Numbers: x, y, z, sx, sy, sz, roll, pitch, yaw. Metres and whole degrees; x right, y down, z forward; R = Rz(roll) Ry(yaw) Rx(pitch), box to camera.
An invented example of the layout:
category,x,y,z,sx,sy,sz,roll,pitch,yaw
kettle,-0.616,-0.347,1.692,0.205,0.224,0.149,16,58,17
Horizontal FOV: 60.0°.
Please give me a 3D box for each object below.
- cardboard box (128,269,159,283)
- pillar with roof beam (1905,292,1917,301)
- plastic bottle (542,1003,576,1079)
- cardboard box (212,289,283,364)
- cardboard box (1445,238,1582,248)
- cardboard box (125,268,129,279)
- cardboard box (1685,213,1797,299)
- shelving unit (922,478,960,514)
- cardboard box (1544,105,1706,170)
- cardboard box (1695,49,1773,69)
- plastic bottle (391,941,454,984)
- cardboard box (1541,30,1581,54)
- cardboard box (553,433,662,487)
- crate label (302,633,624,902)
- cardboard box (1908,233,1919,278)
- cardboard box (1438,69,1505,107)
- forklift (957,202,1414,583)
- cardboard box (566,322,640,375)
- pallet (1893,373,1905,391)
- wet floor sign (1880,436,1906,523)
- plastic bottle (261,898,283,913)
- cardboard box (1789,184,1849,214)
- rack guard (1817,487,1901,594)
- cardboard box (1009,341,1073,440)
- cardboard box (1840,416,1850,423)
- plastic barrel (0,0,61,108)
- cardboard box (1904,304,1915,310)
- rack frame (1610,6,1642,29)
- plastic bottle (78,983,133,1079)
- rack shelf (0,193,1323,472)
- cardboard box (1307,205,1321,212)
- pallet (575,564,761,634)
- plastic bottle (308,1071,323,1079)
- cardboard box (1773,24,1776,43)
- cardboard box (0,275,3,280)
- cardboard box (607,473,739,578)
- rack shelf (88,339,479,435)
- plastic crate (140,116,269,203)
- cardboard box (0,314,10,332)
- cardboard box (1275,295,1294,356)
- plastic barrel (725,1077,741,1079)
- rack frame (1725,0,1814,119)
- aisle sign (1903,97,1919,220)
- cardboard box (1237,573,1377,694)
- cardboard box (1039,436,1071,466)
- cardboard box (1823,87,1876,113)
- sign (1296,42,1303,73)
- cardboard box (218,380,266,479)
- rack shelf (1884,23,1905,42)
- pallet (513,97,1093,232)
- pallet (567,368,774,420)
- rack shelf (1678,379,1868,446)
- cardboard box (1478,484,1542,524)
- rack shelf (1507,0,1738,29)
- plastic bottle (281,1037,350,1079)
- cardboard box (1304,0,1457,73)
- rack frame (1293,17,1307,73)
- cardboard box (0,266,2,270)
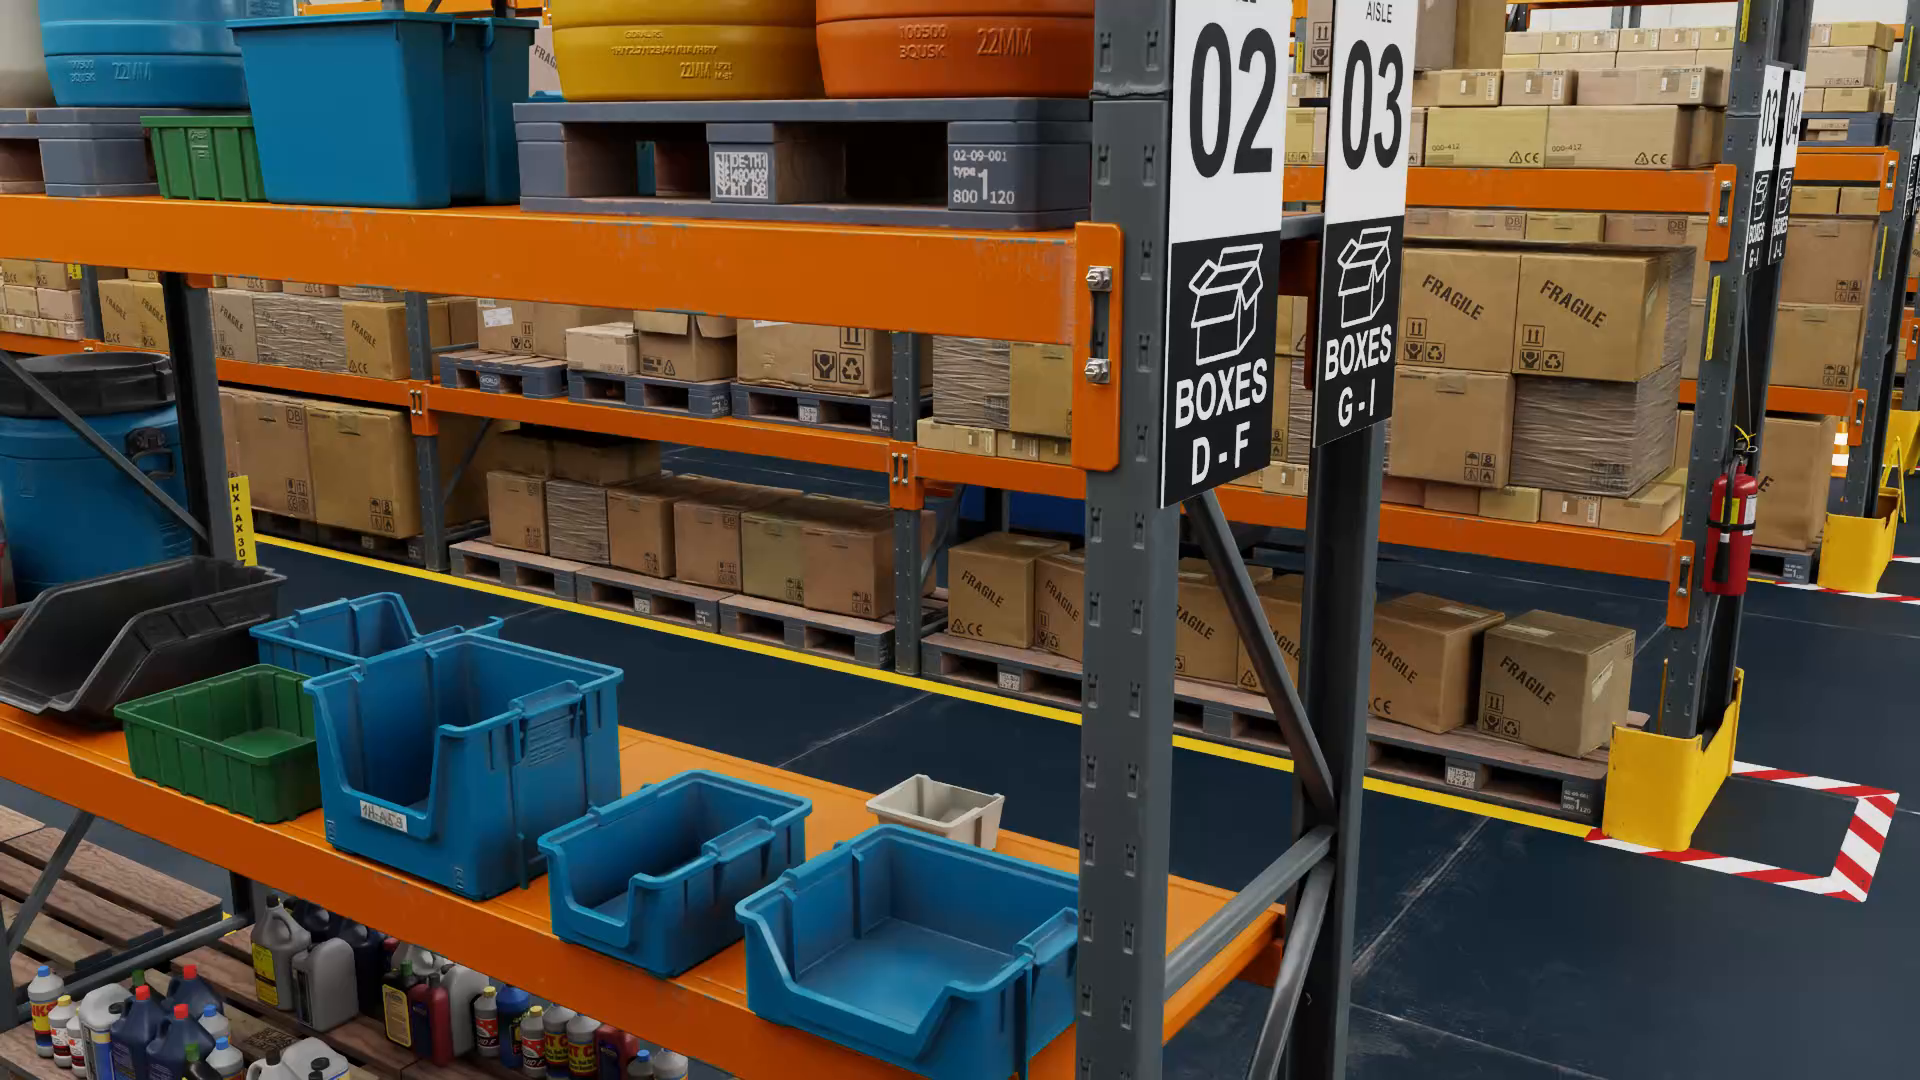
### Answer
category,x,y,z,sx,sy,sz,roll,pitch,yaw
cardboard box,-6.138,-2.324,13.175,0.637,0.503,0.797,9,16,31
pillar with roof beam,9.105,-5.557,16.043,0.400,9.000,9.100,9,17,33
plastic bottle,-1.178,1.470,4.905,0.097,0.271,0.097,0,14,0
cardboard box,-5.166,-1.607,12.365,0.500,0.500,0.500,10,17,34
cardboard box,2.569,-1.138,7.772,0.500,0.500,0.500,9,17,33
cardboard box,-6.928,-2.424,14.004,0.500,0.500,0.500,9,17,33
cardboard box,5.342,-1.949,11.394,0.550,0.550,0.875,9,17,33
shelving unit,-0.137,-0.605,12.269,0.503,1.200,0.258,9,17,33
cardboard box,2.742,-1.661,6.860,0.500,0.250,0.500,10,17,34
cardboard box,5.160,-3.096,10.957,0.500,0.250,0.500,9,17,33
plastic bottle,-1.677,1.358,5.193,0.185,0.351,0.144,9,17,32
cardboard box,4.192,-3.428,11.470,0.250,0.149,0.380,9,17,33
cardboard box,-2.335,-0.548,11.019,0.500,0.250,0.500,12,18,39
crate label,-1.158,0.514,3.931,0.616,0.435,0.502,9,17,33
cardboard box,11.027,-3.292,19.171,0.500,0.500,0.500,9,16,32
cardboard box,2.219,-1.917,7.067,0.250,0.149,0.380,9,17,33
forklift,1.508,-1.202,11.077,3.031,2.935,1.130,8,16,30
cardboard box,-2.092,-1.197,10.354,0.500,0.250,0.500,9,16,31
pallet,10.924,-1.970,19.844,1.213,0.211,1.003,9,17,33
wet floor sign,7.265,-0.487,12.948,0.232,0.644,0.267,6,15,23
plastic bottle,-2.324,1.319,5.661,0.097,0.201,0.097,0,14,0
cardboard box,7.854,-3.012,15.341,0.500,0.500,0.700,9,17,33
rack guard,6.156,-0.022,11.374,0.348,0.500,1.175,9,17,33
cardboard box,0.699,-0.846,8.672,0.500,0.500,0.875,9,17,33
cardboard box,8.300,-1.272,16.068,0.500,0.250,0.500,9,17,32
plastic barrel,-2.551,-1.430,4.508,0.421,0.512,0.421,0,14,0
cardboard box,11.026,-2.584,19.286,0.500,0.250,0.500,10,17,35
rack frame,8.263,-6.678,20.574,0.127,3.000,1.000,9,17,33
plastic bottle,-2.496,1.464,4.919,0.135,0.276,0.152,10,17,35
rack shelf,-1.139,-0.651,3.966,4.000,0.370,1.077,9,17,33
cardboard box,3.104,-2.316,12.878,0.550,0.550,0.875,9,17,33
pallet,-1.698,0.286,10.729,1.213,0.211,1.003,9,17,33
plastic bottle,-1.697,1.558,4.384,0.185,0.351,0.144,10,17,35
cardboard box,5.248,-3.258,10.782,0.250,0.149,0.380,10,17,34
cardboard box,-8.459,-2.157,14.489,0.500,0.250,0.500,9,16,32
cardboard box,-1.845,-0.104,10.789,0.500,0.500,0.700,11,18,37
rack shelf,-5.013,-1.256,12.650,4.000,0.370,1.077,9,17,33
plastic crate,-1.642,-0.900,3.914,0.450,0.188,0.336,9,17,33
cardboard box,-7.963,-1.865,14.136,0.250,0.149,0.380,10,17,34
cardboard box,1.448,-1.169,7.894,0.500,0.500,0.500,9,17,33
plastic barrel,-0.485,1.587,3.971,0.421,0.512,0.421,0,14,0
rack frame,3.284,-3.176,6.425,0.127,3.000,1.000,9,17,33
aisle sign,6.028,-2.432,10.494,0.004,0.787,0.394,9,17,33
cardboard box,1.751,0.498,8.398,0.500,0.500,0.500,11,18,38
cardboard box,0.612,-0.494,8.597,0.250,0.149,0.380,9,17,33
cardboard box,5.671,-2.803,10.601,0.250,0.149,0.380,9,17,33
sign,2.522,-3.526,12.350,0.005,0.325,0.100,9,17,33
cardboard box,-5.389,-0.844,13.038,0.875,0.875,1.225,9,16,31
rack shelf,9.923,-5.867,19.625,4.000,0.370,1.077,9,17,33
pallet,-0.112,-0.771,3.346,1.213,0.211,1.003,9,17,33
pallet,-1.688,-0.986,10.463,1.213,0.211,1.003,9,17,33
rack shelf,4.477,-1.158,12.256,4.000,0.370,1.077,9,17,33
cardboard box,2.489,-0.196,7.394,0.250,0.149,0.380,9,17,33
rack shelf,7.156,-5.069,15.577,4.000,0.370,1.077,9,17,33
plastic bottle,-1.790,1.536,4.627,0.135,0.276,0.152,9,17,33
cardboard box,1.857,-2.313,7.314,0.500,0.500,0.500,9,17,33
rack frame,2.817,-4.688,12.532,0.127,3.000,1.000,9,17,33
cardboard box,-9.021,-2.401,15.472,0.500,0.250,0.500,9,16,32
